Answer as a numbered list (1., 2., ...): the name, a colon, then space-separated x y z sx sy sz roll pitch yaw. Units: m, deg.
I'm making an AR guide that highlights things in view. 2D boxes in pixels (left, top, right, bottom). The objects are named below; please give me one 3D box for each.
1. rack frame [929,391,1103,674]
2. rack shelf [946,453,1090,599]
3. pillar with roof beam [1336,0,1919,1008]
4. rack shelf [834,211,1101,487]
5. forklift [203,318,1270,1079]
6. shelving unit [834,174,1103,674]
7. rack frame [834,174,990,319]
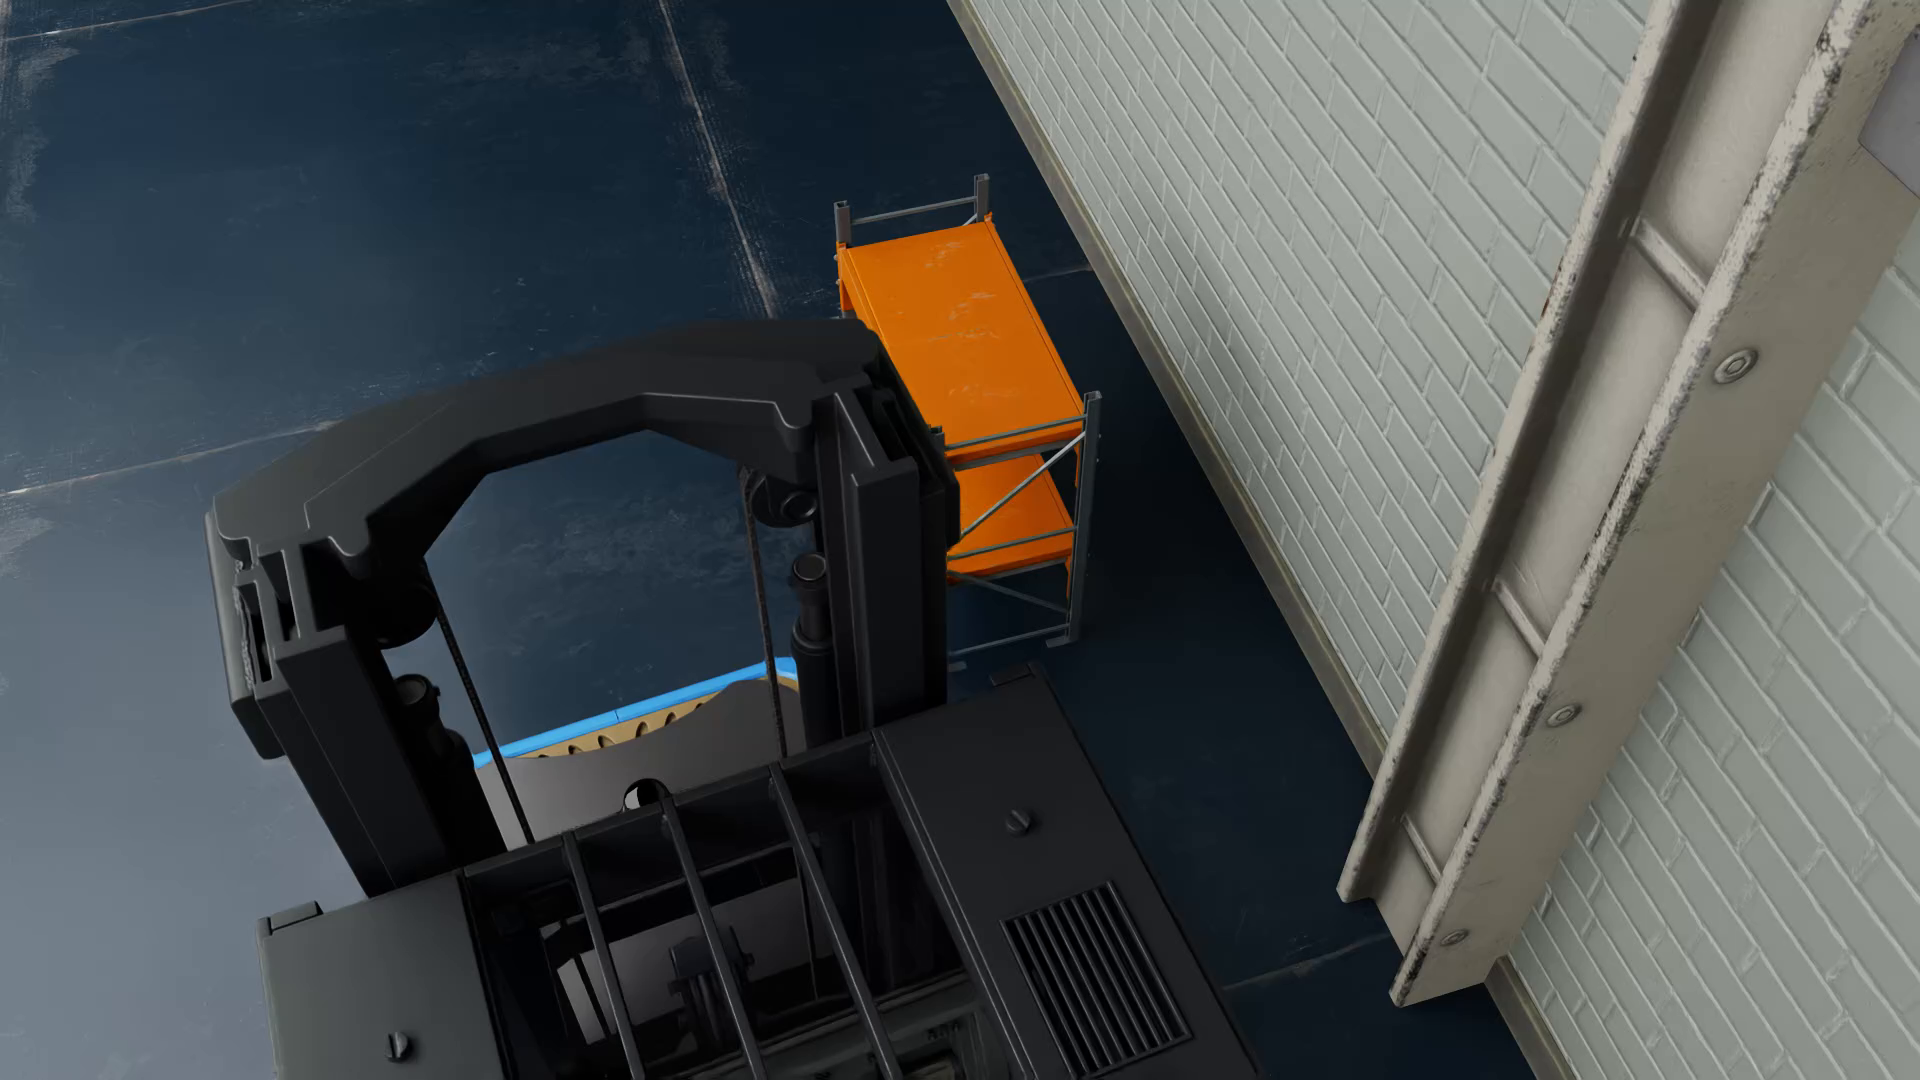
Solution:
1. rack frame: 0.152 0.014 5.003 0.500 1.125 0.032 -13 51 -11
2. rack shelf: 0.002 -0.200 5.503 0.538 0.278 1.000 -13 51 -11
3. pillar with roof beam: -2.803 -0.798 0.537 9.100 9.000 0.400 -13 51 -11
4. rack shelf: 0.002 -0.546 5.092 0.538 0.278 1.000 -13 51 -11
5. forklift: -0.271 1.202 2.820 1.130 2.935 3.031 -17 52 -14
6. shelving unit: 0.002 -0.358 5.316 0.538 1.125 1.048 -13 51 -11
7. rack frame: -0.148 -0.729 5.629 0.500 1.125 0.032 -13 51 -11
